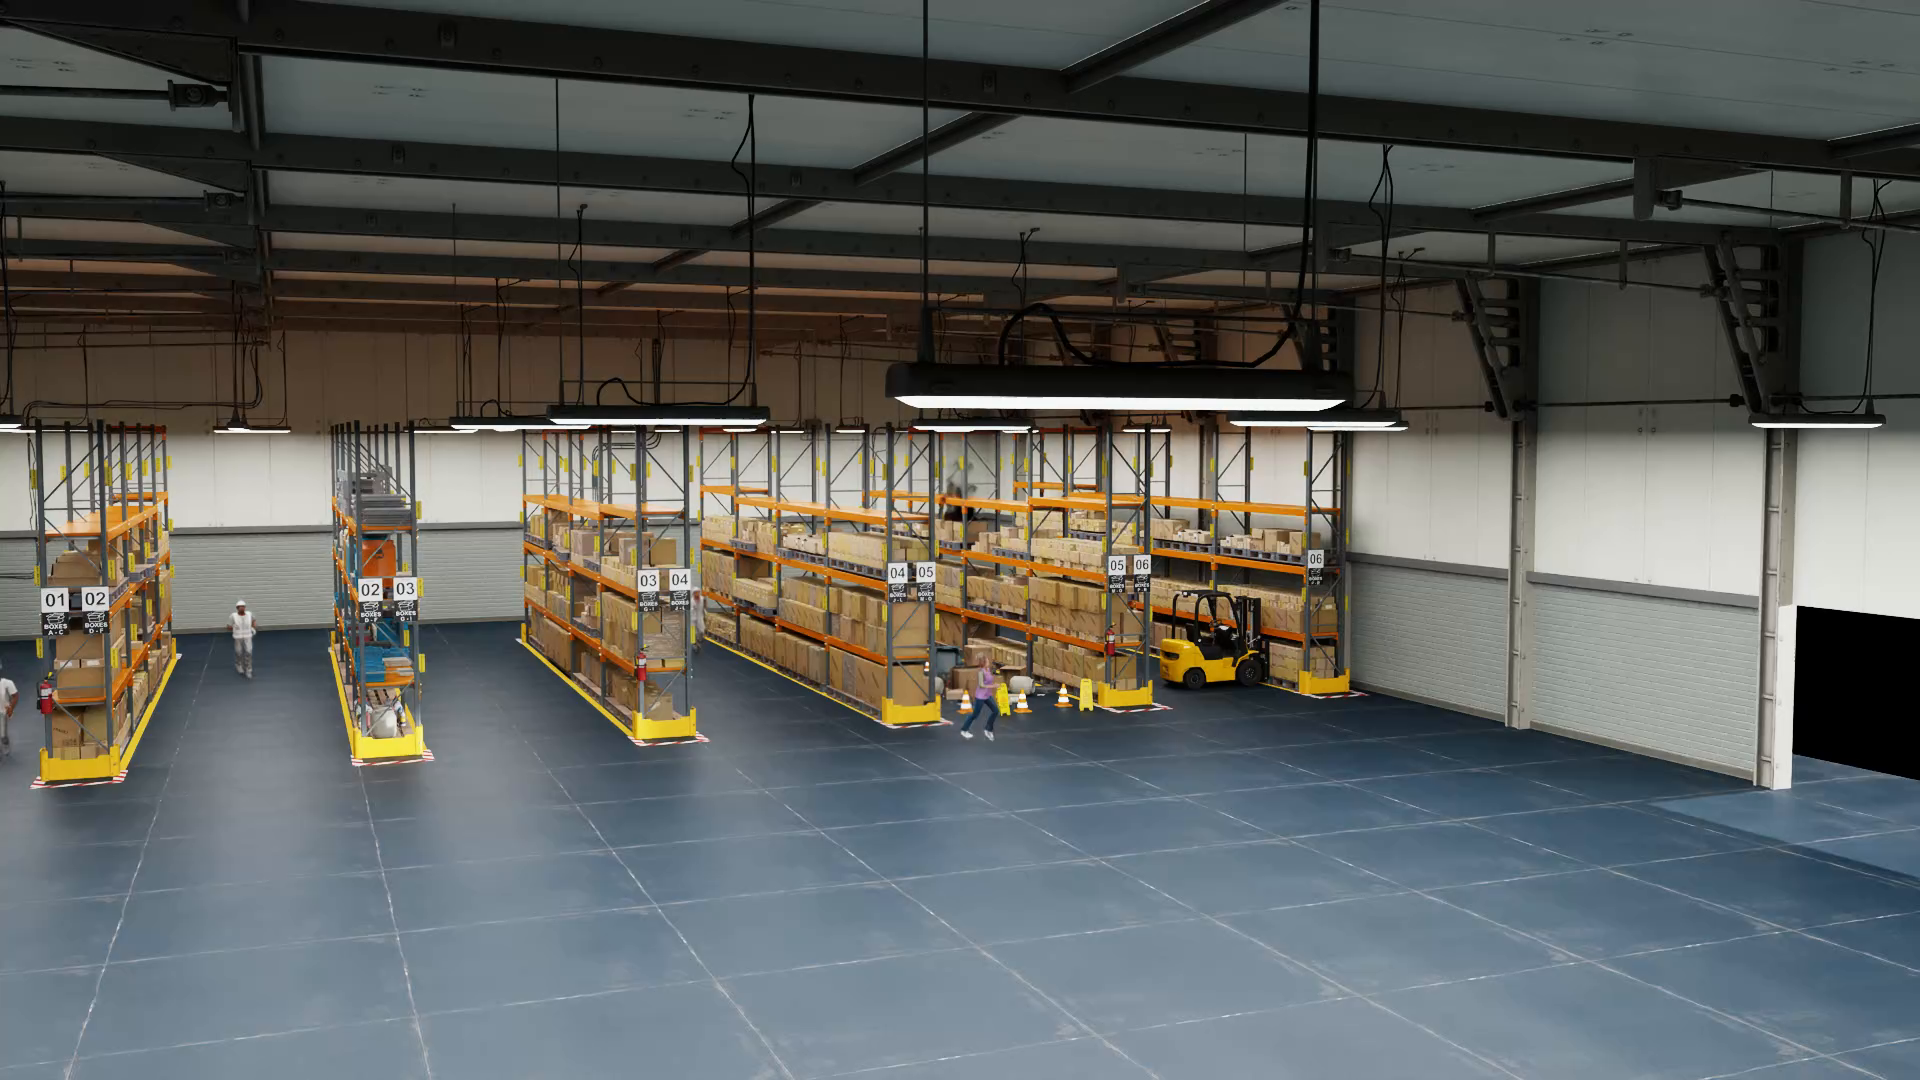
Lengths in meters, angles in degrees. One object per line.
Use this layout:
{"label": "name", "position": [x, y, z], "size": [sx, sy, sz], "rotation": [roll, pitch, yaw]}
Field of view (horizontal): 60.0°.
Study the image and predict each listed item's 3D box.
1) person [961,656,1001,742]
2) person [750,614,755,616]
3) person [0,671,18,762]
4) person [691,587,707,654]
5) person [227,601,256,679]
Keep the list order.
{"label": "person", "position": [0.428, 2.973, 31.202], "size": [0.822, 1.613, 0.550], "rotation": [2, 4, 30]}
{"label": "person", "position": [-6.041, 1.835, 49.059], "size": [0.552, 1.647, 0.688], "rotation": [3, 4, 37]}
{"label": "person", "position": [-16.960, 3.033, 29.223], "size": [0.705, 1.729, 0.582], "rotation": [-1, 4, -21]}
{"label": "person", "position": [-6.918, 2.110, 43.664], "size": [0.620, 1.785, 0.829], "rotation": [-1, 4, -17]}
{"label": "person", "position": [-17.065, 2.349, 39.520], "size": [0.672, 1.820, 0.928], "rotation": [-2, 4, -30]}
